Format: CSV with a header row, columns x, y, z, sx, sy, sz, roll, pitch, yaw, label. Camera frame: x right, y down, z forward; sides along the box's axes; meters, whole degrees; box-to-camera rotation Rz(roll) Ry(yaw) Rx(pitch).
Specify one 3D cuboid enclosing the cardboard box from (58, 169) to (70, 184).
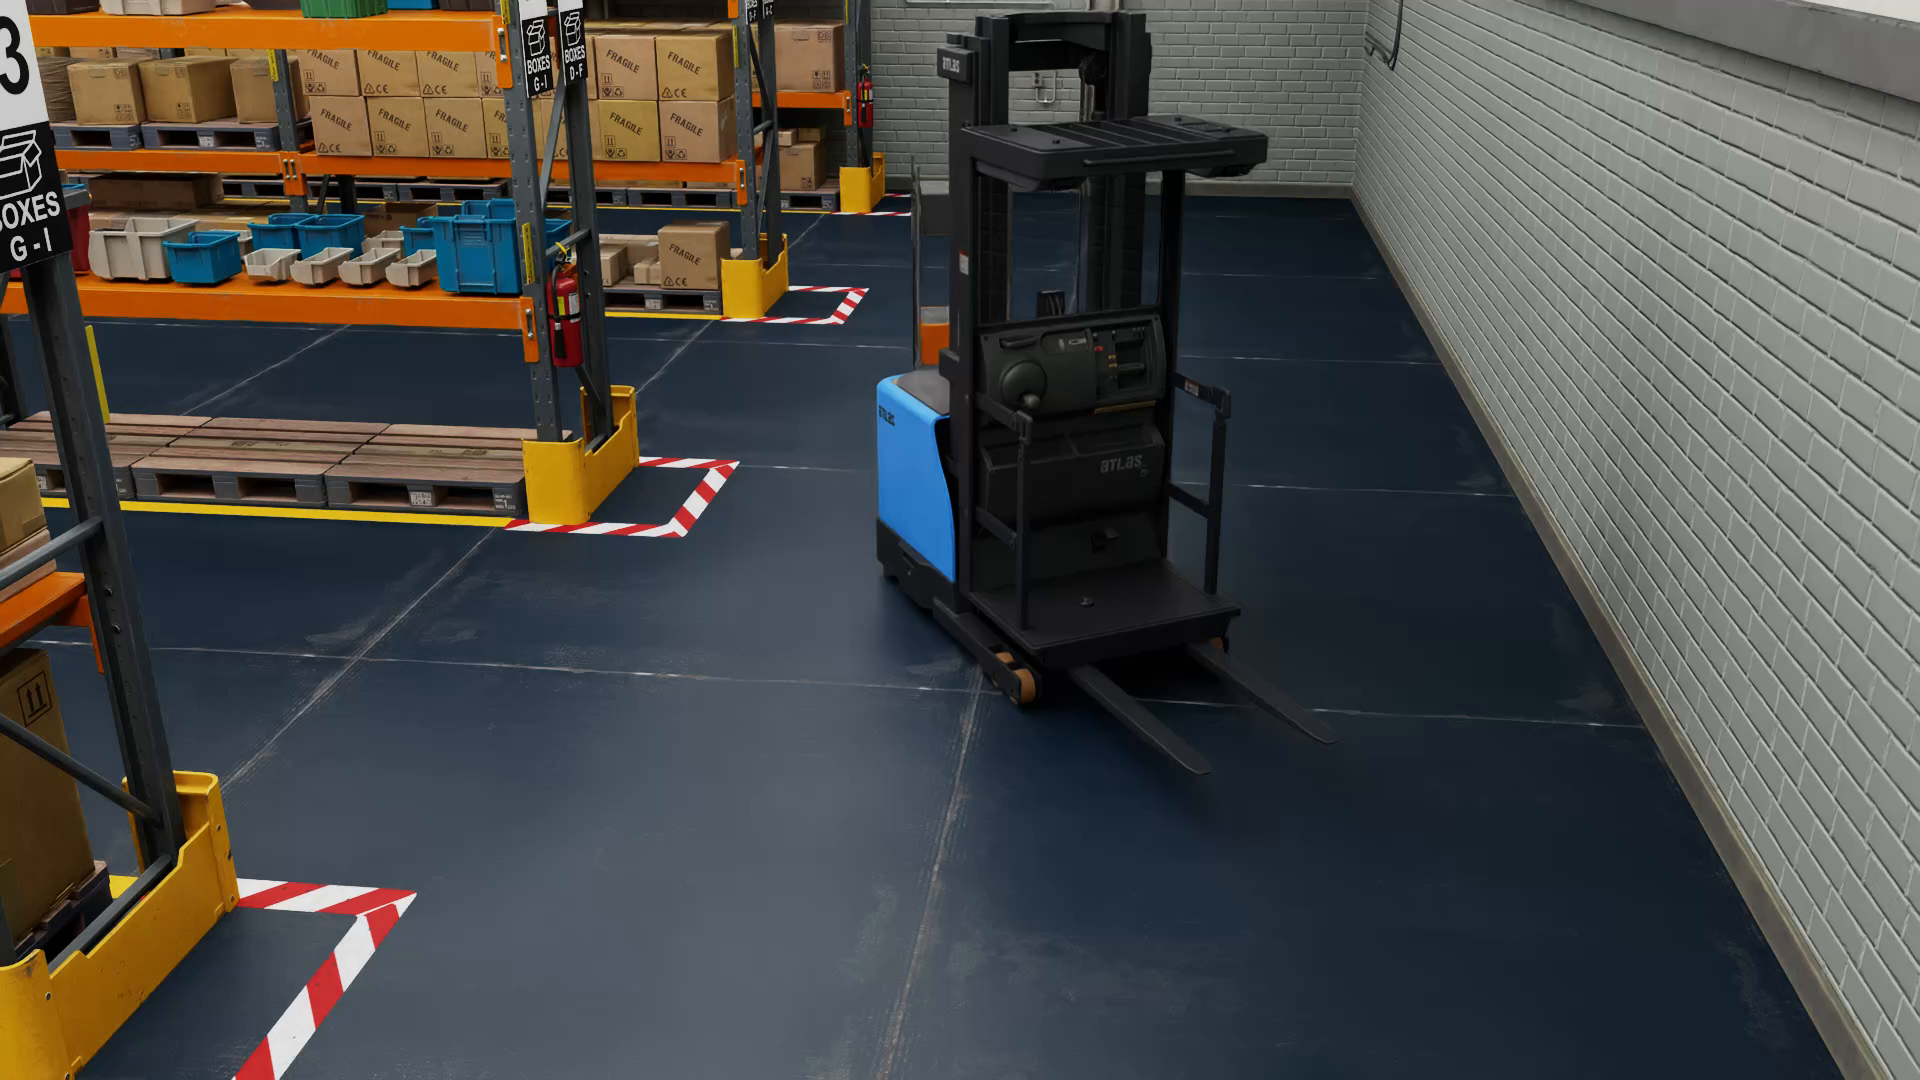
x,y,z,sx,sy,sz,roll,pitch,yaw,label
-8.658,-3.283,15.447,0.500,0.250,0.500,3,22,8,cardboard box

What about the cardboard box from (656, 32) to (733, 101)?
x,y,z,sx,sy,sz,roll,pitch,yaw,label
-2.200,-3.932,13.811,0.500,0.500,0.500,2,22,6,cardboard box

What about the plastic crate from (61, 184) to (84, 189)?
x,y,z,sx,sy,sz,roll,pitch,yaw,label
-5.781,-1.992,10.338,0.575,0.384,0.392,2,22,6,plastic crate

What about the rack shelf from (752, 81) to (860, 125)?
x,y,z,sx,sy,sz,roll,pitch,yaw,label
-3.133,-5.063,19.145,4.000,0.370,1.077,2,22,6,rack shelf

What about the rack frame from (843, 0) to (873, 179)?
x,y,z,sx,sy,sz,roll,pitch,yaw,label
-1.147,-5.311,18.793,0.127,3.000,1.000,2,22,6,rack frame

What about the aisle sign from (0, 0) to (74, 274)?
x,y,z,sx,sy,sz,roll,pitch,yaw,label
-2.789,-1.201,4.861,0.004,0.787,0.394,2,22,6,aisle sign

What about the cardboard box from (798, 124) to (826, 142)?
x,y,z,sx,sy,sz,roll,pitch,yaw,label
-1.706,-4.707,19.212,0.250,0.149,0.380,3,22,7,cardboard box

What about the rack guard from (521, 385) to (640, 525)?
x,y,z,sx,sy,sz,roll,pitch,yaw,label
-2.287,-0.535,10.113,0.348,0.500,1.175,2,22,6,rack guard

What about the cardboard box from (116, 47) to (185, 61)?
x,y,z,sx,sy,sz,roll,pitch,yaw,label
-9.559,-5.925,19.612,0.500,0.500,0.700,0,22,0,cardboard box

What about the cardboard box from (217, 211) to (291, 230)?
x,y,z,sx,sy,sz,roll,pitch,yaw,label
-6.222,-2.634,14.824,0.500,0.500,0.500,2,22,6,cardboard box

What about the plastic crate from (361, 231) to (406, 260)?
x,y,z,sx,sy,sz,roll,pitch,yaw,label
-3.502,-1.803,10.199,0.298,0.136,0.250,2,22,6,plastic crate

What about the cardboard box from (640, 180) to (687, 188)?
x,y,z,sx,sy,sz,roll,pitch,yaw,label
-3.381,-4.401,19.321,0.500,0.500,0.700,3,22,8,cardboard box

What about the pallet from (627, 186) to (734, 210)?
x,y,z,sx,sy,sz,roll,pitch,yaw,label
-3.158,-4.074,19.457,1.213,0.211,1.003,2,22,6,pallet

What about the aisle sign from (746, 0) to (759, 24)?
x,y,z,sx,sy,sz,roll,pitch,yaw,label
-1.694,-4.596,13.450,0.004,0.787,0.394,2,22,6,aisle sign

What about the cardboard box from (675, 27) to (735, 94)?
x,y,z,sx,sy,sz,roll,pitch,yaw,label
-2.136,-4.129,14.308,0.500,0.500,0.500,3,22,8,cardboard box

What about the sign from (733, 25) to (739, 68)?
x,y,z,sx,sy,sz,roll,pitch,yaw,label
-1.811,-3.986,13.437,0.005,0.325,0.100,2,22,6,sign

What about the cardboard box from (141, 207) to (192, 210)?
x,y,z,sx,sy,sz,roll,pitch,yaw,label
-7.176,-2.871,15.422,0.500,0.500,0.500,3,22,7,cardboard box

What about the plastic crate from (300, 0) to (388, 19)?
x,y,z,sx,sy,sz,roll,pitch,yaw,label
-3.326,-2.929,8.976,0.336,0.188,0.450,2,22,6,plastic crate

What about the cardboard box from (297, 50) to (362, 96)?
x,y,z,sx,sy,sz,roll,pitch,yaw,label
-5.264,-4.064,14.142,0.500,0.500,0.500,3,22,8,cardboard box

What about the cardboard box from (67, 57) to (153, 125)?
x,y,z,sx,sy,sz,roll,pitch,yaw,label
-7.460,-3.971,14.697,0.500,0.500,0.700,-3,22,-7,cardboard box

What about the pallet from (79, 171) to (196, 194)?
x,y,z,sx,sy,sz,roll,pitch,yaw,label
-9.867,-4.395,20.269,1.213,0.211,1.003,2,22,6,pallet

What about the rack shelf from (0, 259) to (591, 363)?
x,y,z,sx,sy,sz,roll,pitch,yaw,label
-4.299,-1.446,9.995,4.000,0.370,1.077,2,22,6,rack shelf

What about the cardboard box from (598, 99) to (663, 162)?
x,y,z,sx,sy,sz,roll,pitch,yaw,label
-2.719,-3.490,14.051,0.500,0.500,0.500,3,22,7,cardboard box

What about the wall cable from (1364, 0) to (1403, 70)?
x,y,z,sx,sy,sz,roll,pitch,yaw,label
4.428,-6.282,17.312,0.112,2.526,3.097,2,22,6,wall cable

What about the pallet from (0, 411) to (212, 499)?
x,y,z,sx,sy,sz,roll,pitch,yaw,label
-5.550,-0.552,10.550,1.213,0.211,1.003,2,22,6,pallet

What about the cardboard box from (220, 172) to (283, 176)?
x,y,z,sx,sy,sz,roll,pitch,yaw,label
-8.376,-4.773,19.785,0.750,0.750,0.750,2,22,6,cardboard box

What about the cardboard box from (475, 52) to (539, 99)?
x,y,z,sx,sy,sz,roll,pitch,yaw,label
-3.728,-3.997,13.974,0.500,0.500,0.500,3,22,8,cardboard box

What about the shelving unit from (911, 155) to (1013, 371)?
x,y,z,sx,sy,sz,roll,pitch,yaw,label
0.005,-1.044,9.224,0.503,2.100,0.431,-2,22,-6,shelving unit

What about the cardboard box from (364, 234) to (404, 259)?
x,y,z,sx,sy,sz,roll,pitch,yaw,label
-5.307,-2.532,14.824,0.500,0.311,0.500,2,22,6,cardboard box

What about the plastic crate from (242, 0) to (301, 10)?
x,y,z,sx,sy,sz,roll,pitch,yaw,label
-3.798,-3.226,9.525,0.767,0.338,0.504,2,22,6,plastic crate

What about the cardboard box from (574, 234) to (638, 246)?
x,y,z,sx,sy,sz,roll,pitch,yaw,label
-3.226,-2.598,15.074,0.500,0.250,0.500,2,22,6,cardboard box

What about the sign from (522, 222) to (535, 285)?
x,y,z,sx,sy,sz,roll,pitch,yaw,label
-2.361,-1.568,9.105,0.005,0.325,0.100,2,22,6,sign

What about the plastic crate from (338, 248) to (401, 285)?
x,y,z,sx,sy,sz,roll,pitch,yaw,label
-3.430,-1.586,9.649,0.243,0.136,0.396,2,22,6,plastic crate

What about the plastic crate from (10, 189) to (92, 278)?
x,y,z,sx,sy,sz,roll,pitch,yaw,label
-5.428,-1.794,9.730,0.583,0.464,0.402,2,22,6,plastic crate

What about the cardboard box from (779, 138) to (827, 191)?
x,y,z,sx,sy,sz,roll,pitch,yaw,label
-1.854,-4.338,19.160,0.500,0.500,0.700,2,22,6,cardboard box

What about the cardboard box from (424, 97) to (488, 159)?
x,y,z,sx,sy,sz,roll,pitch,yaw,label
-4.219,-3.557,14.220,0.500,0.500,0.500,2,22,6,cardboard box

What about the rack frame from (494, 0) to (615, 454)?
x,y,z,sx,sy,sz,roll,pitch,yaw,label
-2.313,-1.694,9.644,0.127,3.000,1.000,2,22,6,rack frame

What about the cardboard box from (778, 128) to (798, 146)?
x,y,z,sx,sy,sz,roll,pitch,yaw,label
-2.003,-4.578,18.887,0.250,0.149,0.380,2,22,6,cardboard box

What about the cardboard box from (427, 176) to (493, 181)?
x,y,z,sx,sy,sz,roll,pitch,yaw,label
-5.780,-4.660,19.500,0.750,0.750,0.750,3,22,7,cardboard box

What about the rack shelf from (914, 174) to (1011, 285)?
x,y,z,sx,sy,sz,roll,pitch,yaw,label
0.005,-1.682,8.971,0.480,0.518,0.431,-2,22,-6,rack shelf

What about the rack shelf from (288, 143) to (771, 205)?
x,y,z,sx,sy,sz,roll,pitch,yaw,label
-3.712,-3.254,14.569,4.000,0.370,1.077,2,22,6,rack shelf

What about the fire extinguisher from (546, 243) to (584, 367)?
x,y,z,sx,sy,sz,roll,pitch,yaw,label
-2.216,-1.312,9.291,0.183,0.674,0.296,2,22,6,fire extinguisher

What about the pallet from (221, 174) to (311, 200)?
x,y,z,sx,sy,sz,roll,pitch,yaw,label
-8.317,-4.299,20.026,1.213,0.211,1.003,2,22,6,pallet

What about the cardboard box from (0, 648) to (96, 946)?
x,y,z,sx,sy,sz,roll,pitch,yaw,label
-3.541,0.909,5.380,0.875,0.875,0.875,2,22,6,cardboard box

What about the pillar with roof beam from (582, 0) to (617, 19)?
x,y,z,sx,sy,sz,roll,pitch,yaw,label
-4.829,-6.988,14.875,0.400,9.000,9.100,2,22,6,pillar with roof beam

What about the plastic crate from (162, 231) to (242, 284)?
x,y,z,sx,sy,sz,roll,pitch,yaw,label
-4.382,-1.639,9.652,0.300,0.233,0.416,2,22,6,plastic crate

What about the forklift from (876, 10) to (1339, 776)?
x,y,z,sx,sy,sz,roll,pitch,yaw,label
0.617,-0.795,7.463,1.130,2.935,3.031,-9,23,-23,forklift

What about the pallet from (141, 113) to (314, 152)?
x,y,z,sx,sy,sz,roll,pitch,yaw,label
-6.479,-3.660,14.880,1.213,0.211,1.003,2,22,6,pallet

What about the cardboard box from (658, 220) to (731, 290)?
x,y,z,sx,sy,sz,roll,pitch,yaw,label
-2.295,-2.478,14.429,0.500,0.500,0.500,2,22,6,cardboard box

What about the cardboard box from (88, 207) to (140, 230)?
x,y,z,sx,sy,sz,roll,pitch,yaw,label
-7.715,-2.702,14.995,0.500,0.500,0.500,2,22,4,cardboard box

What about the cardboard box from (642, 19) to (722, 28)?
x,y,z,sx,sy,sz,roll,pitch,yaw,label
-3.134,-5.533,18.946,0.700,0.700,0.980,1,22,4,cardboard box

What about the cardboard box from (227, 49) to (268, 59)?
x,y,z,sx,sy,sz,roll,pitch,yaw,label
-8.120,-5.711,19.237,0.500,0.500,0.500,3,22,8,cardboard box

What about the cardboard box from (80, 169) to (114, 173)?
x,y,z,sx,sy,sz,roll,pitch,yaw,label
-10.310,-4.776,20.242,0.500,0.500,0.700,2,22,6,cardboard box

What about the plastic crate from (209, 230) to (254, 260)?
x,y,z,sx,sy,sz,roll,pitch,yaw,label
-4.520,-1.807,10.207,0.466,0.136,0.293,2,22,6,plastic crate
